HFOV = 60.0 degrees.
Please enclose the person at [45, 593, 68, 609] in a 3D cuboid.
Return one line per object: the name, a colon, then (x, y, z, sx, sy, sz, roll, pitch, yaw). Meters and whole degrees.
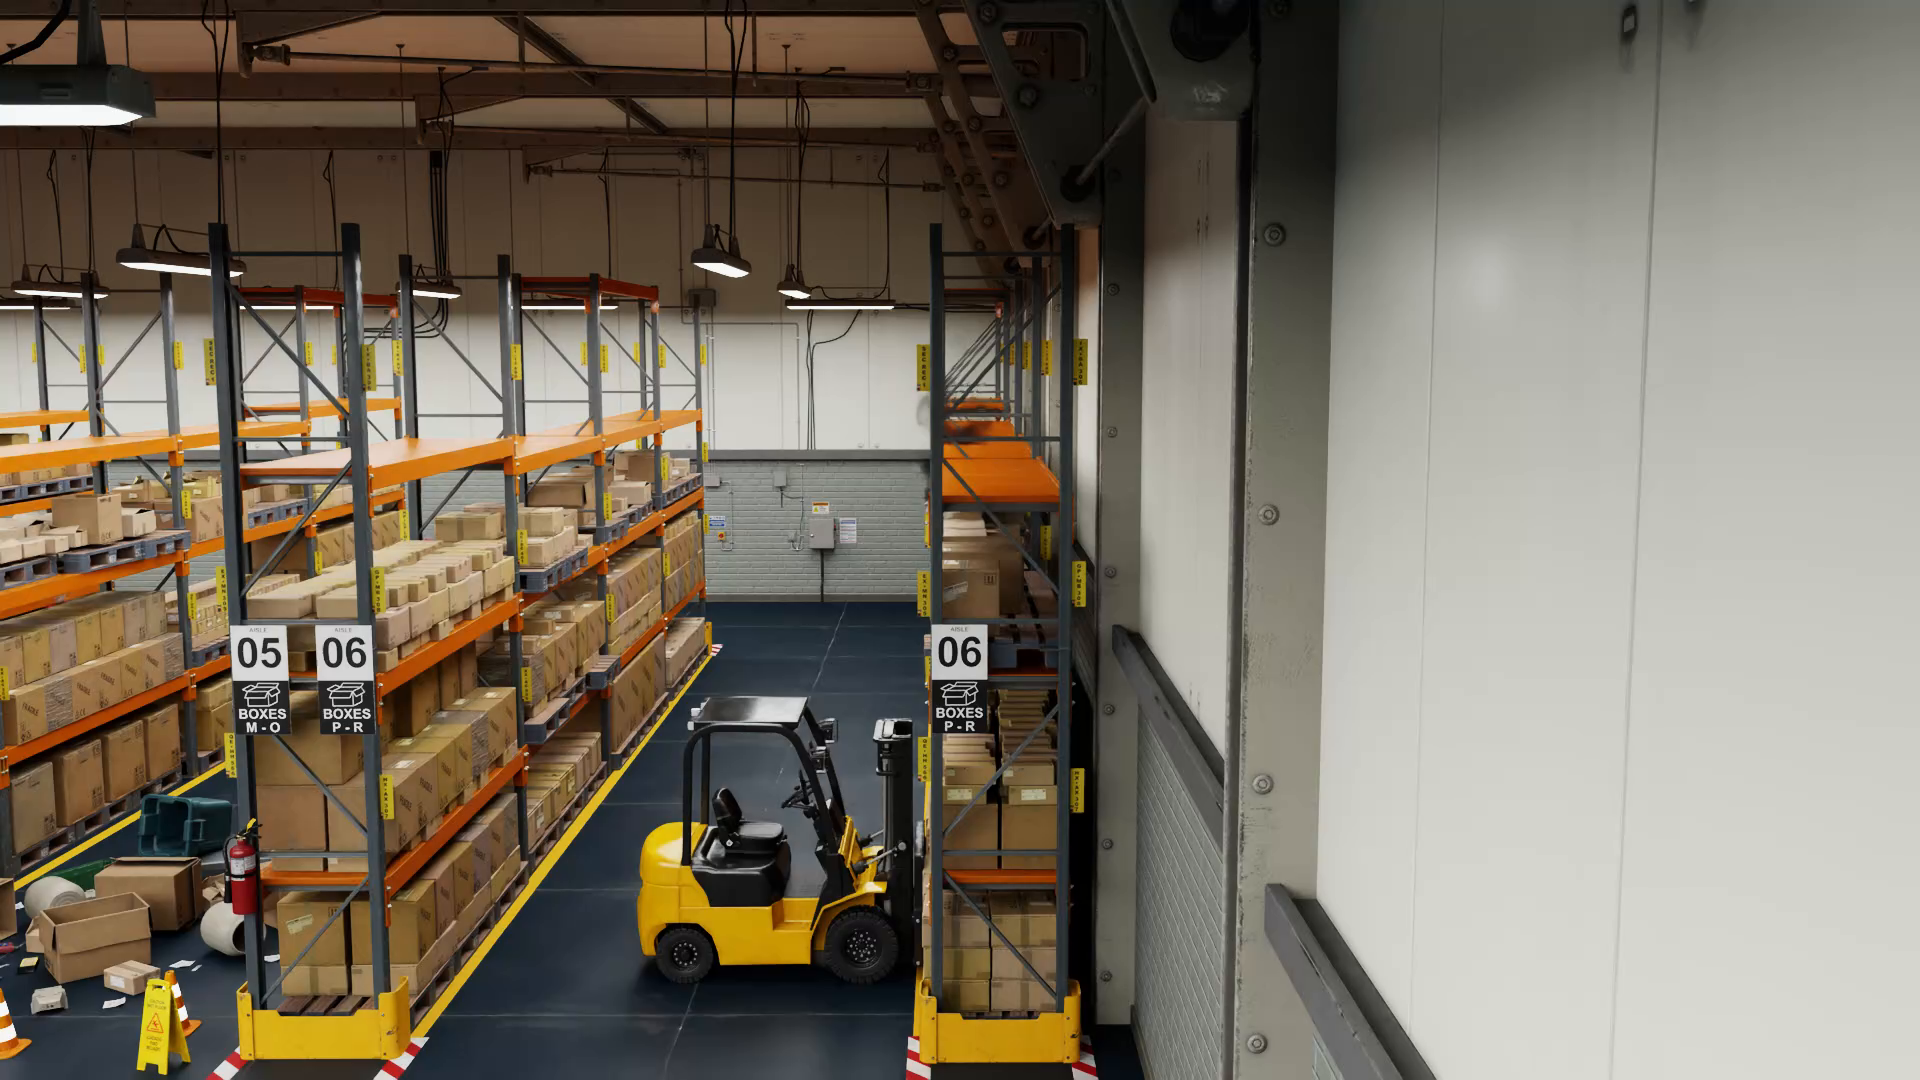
person: (-12.790, 1.565, 23.718, 0.663, 1.636, 0.991, -1, 7, -7)
